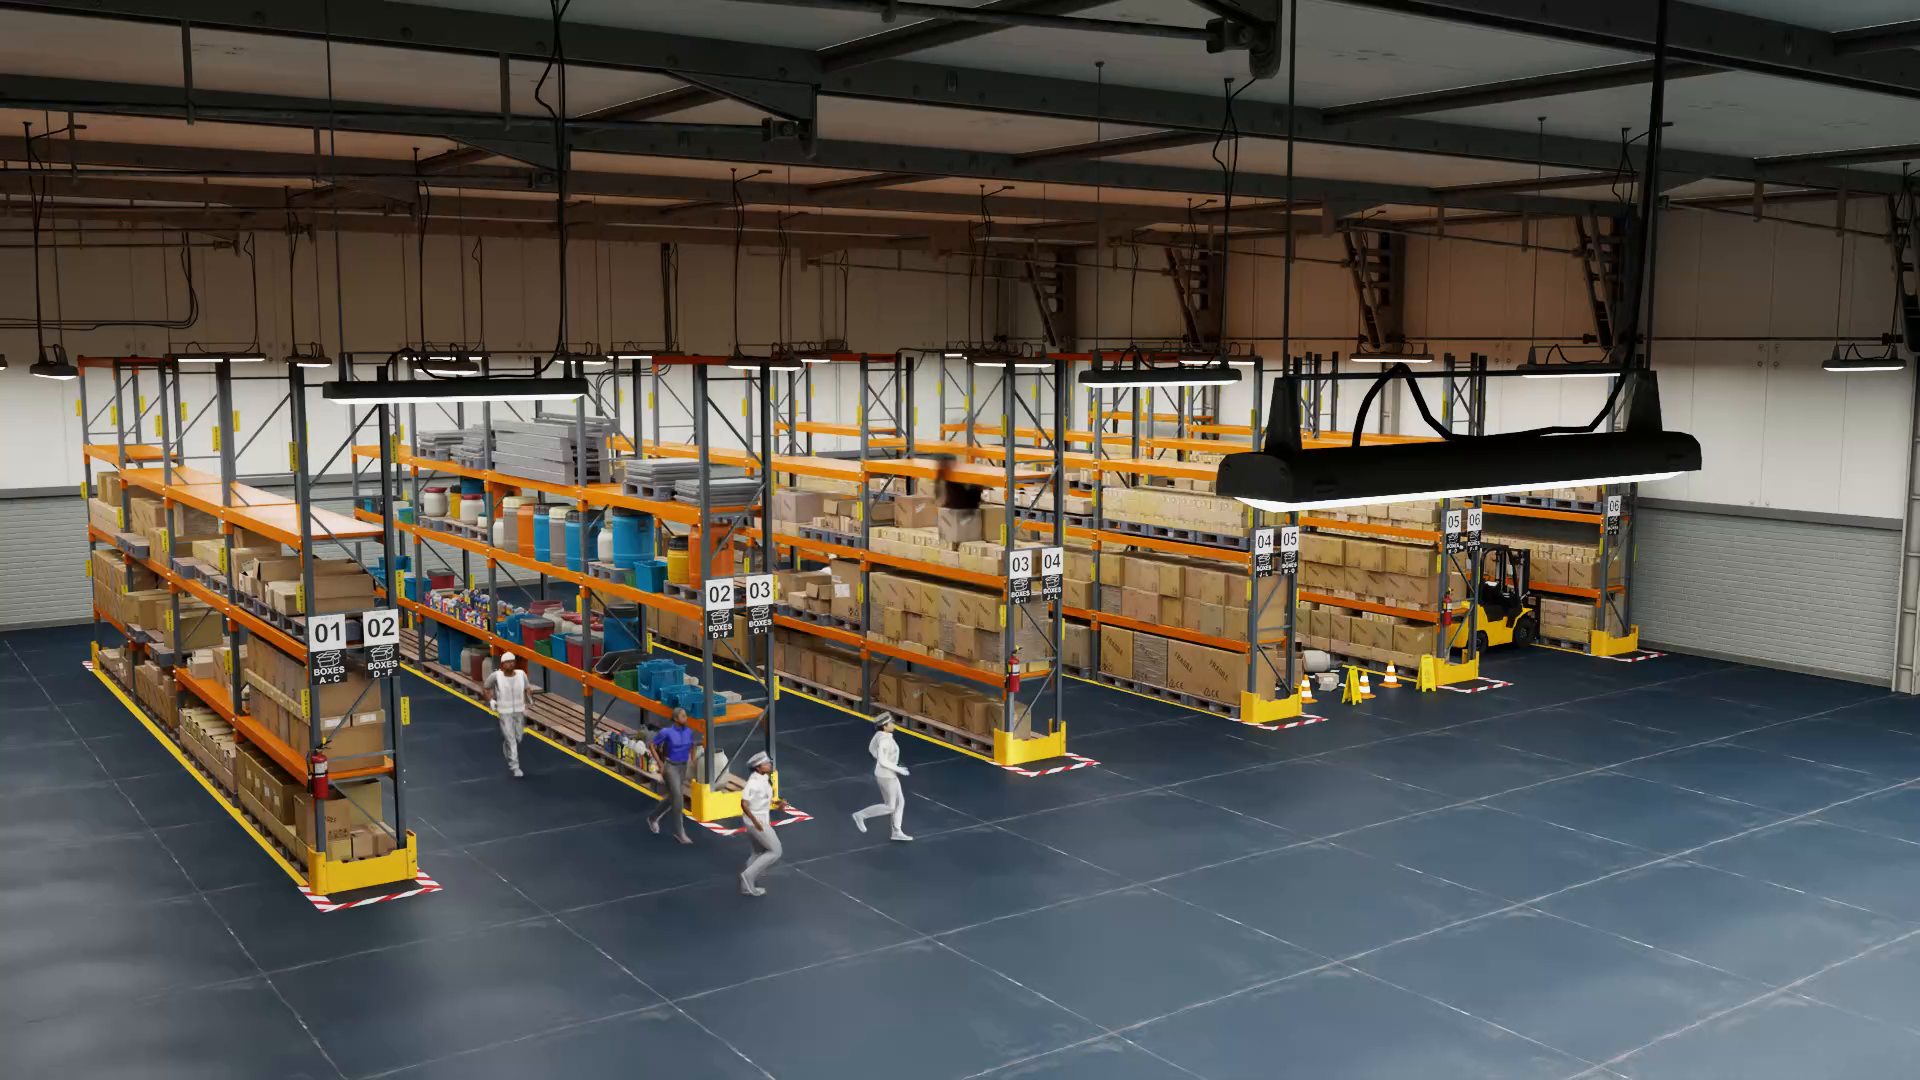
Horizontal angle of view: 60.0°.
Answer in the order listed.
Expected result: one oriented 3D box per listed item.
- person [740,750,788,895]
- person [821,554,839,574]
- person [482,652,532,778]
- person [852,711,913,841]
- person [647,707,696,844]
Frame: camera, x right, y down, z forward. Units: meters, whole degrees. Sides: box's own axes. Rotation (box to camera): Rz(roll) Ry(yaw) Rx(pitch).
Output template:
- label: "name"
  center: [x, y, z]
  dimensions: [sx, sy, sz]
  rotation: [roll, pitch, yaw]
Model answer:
- label: "person"
  center: [-2.237, 3.212, 18.957]
  dimensions: [0.564, 1.668, 0.561]
  rotation: [-1, 7, -7]
- label: "person"
  center: [-2.710, 1.146, 35.804]
  dimensions: [0.703, 1.722, 0.588]
  rotation: [-4, 8, -32]
- label: "person"
  center: [-6.588, 2.518, 24.319]
  dimensions: [0.682, 1.781, 0.912]
  rotation: [-5, 8, -33]
- label: "person"
  center: [-0.977, 2.982, 20.938]
  dimensions: [0.774, 1.685, 0.631]
  rotation: [-1, 7, -6]
- label: "person"
  center: [-3.629, 2.971, 21.192]
  dimensions: [0.795, 1.660, 0.583]
  rotation: [4, 8, 32]
